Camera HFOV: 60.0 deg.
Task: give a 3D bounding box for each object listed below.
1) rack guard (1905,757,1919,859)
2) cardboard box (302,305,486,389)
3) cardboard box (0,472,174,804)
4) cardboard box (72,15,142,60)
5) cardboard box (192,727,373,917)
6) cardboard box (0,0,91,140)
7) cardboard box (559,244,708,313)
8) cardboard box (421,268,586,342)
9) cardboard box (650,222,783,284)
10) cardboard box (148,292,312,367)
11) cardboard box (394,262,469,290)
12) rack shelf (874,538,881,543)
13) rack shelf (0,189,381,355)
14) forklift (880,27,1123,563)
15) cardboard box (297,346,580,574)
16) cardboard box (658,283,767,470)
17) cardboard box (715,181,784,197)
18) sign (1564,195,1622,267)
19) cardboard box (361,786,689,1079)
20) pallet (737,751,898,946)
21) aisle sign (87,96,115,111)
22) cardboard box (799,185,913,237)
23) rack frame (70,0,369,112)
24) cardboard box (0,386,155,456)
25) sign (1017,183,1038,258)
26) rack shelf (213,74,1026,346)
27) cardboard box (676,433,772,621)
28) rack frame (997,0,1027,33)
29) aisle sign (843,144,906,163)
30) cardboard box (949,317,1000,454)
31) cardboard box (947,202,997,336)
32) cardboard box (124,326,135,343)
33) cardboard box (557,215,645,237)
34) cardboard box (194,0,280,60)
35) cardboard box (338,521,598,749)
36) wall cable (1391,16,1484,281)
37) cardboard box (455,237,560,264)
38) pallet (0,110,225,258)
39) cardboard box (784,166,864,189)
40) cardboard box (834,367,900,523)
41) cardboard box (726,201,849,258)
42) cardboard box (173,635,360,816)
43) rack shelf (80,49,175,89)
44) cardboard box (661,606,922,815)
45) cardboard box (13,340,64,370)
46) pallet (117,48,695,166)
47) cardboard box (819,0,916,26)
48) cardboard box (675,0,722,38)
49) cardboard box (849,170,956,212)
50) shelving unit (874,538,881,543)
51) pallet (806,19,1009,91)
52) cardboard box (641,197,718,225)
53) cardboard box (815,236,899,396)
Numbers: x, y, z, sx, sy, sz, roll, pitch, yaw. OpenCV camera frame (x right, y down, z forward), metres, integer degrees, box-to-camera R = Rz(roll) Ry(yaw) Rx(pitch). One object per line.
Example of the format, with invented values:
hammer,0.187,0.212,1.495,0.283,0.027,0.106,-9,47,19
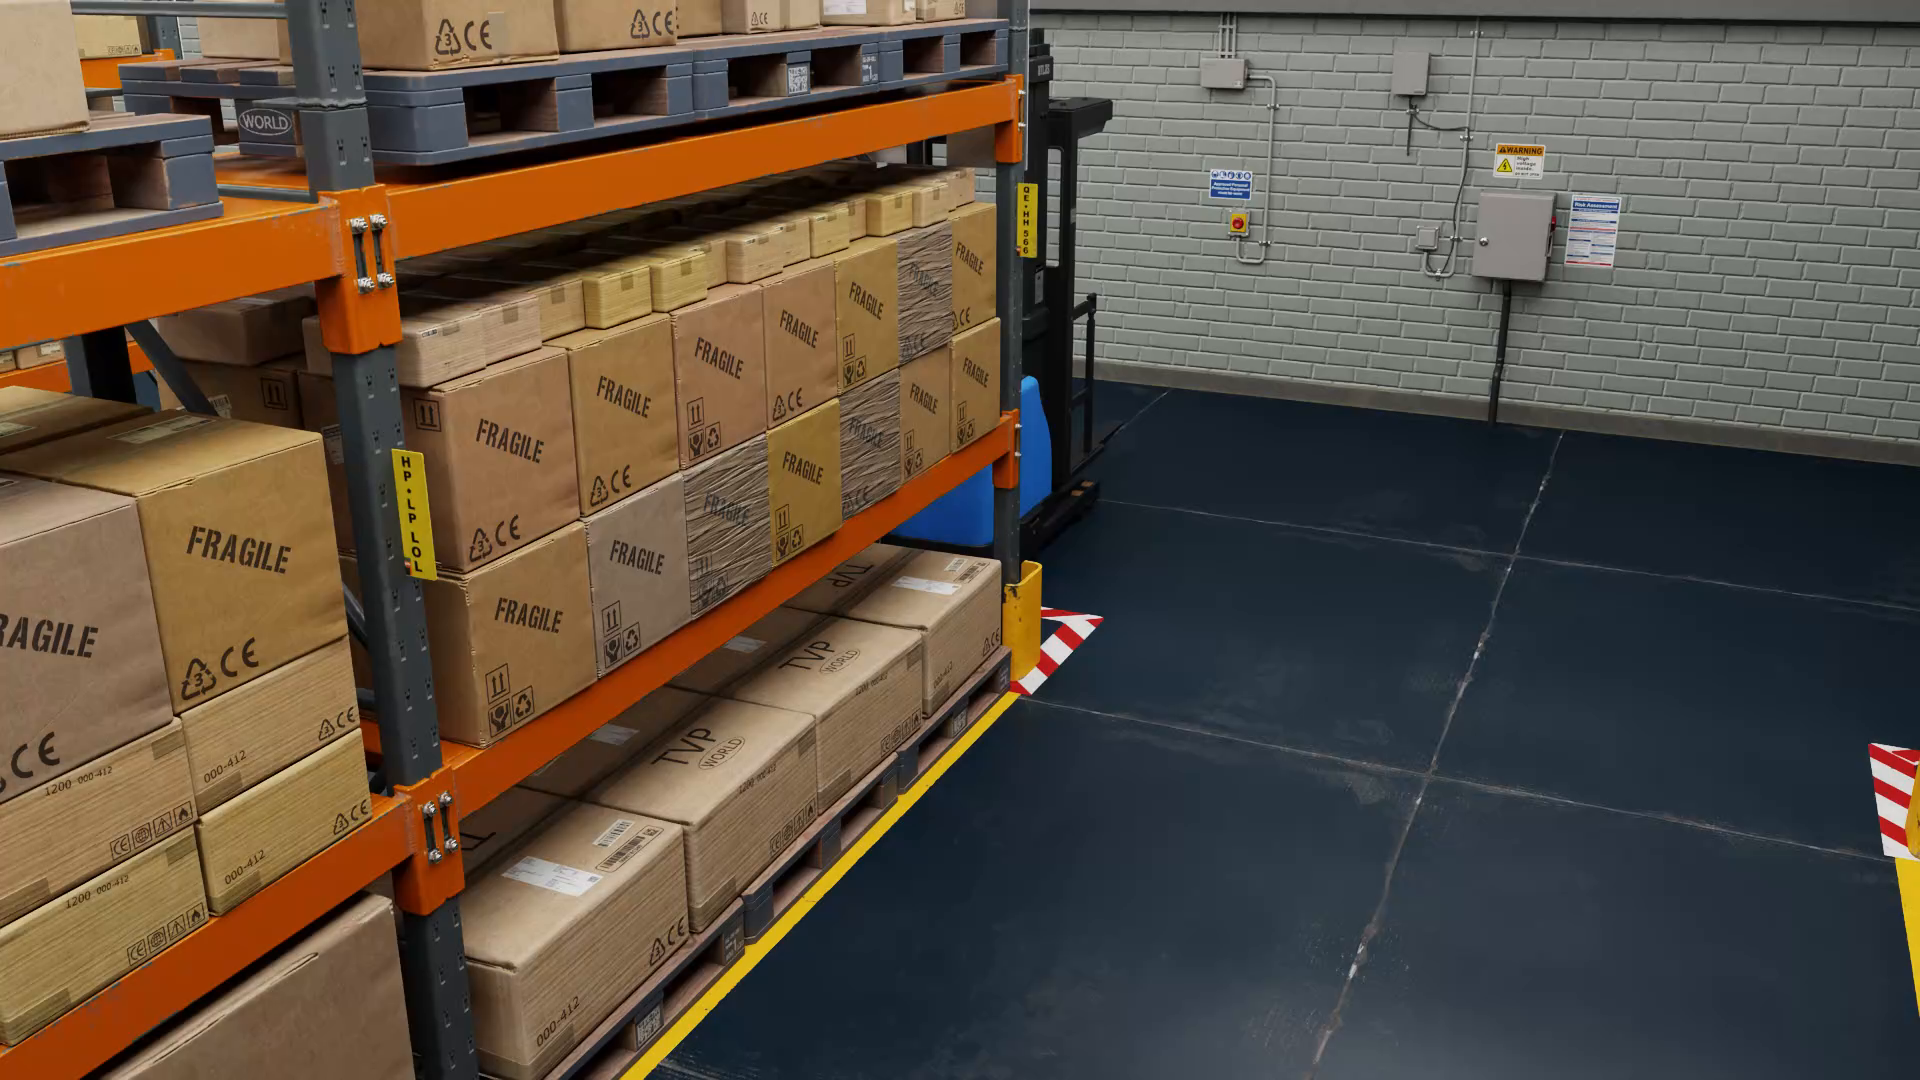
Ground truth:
rack guard,4.306,1.035,6.314,1.175,0.500,0.348,9,21,23
cardboard box,-1.465,-0.508,4.312,0.380,0.149,0.250,8,21,22
cardboard box,-1.990,0.188,3.321,0.500,0.500,0.500,9,21,24
cardboard box,-4.695,-2.662,8.724,0.500,0.250,0.500,8,21,22
cardboard box,-1.785,0.619,3.976,0.500,0.250,0.500,8,21,21
cardboard box,-2.000,-0.895,3.037,0.500,0.311,0.500,9,21,23
cardboard box,-1.016,-0.818,5.182,0.380,0.149,0.250,8,21,21
cardboard box,-1.308,-0.673,4.775,0.380,0.149,0.250,8,21,22
cardboard box,-0.824,-0.971,5.614,0.380,0.149,0.250,9,21,23
cardboard box,-1.995,-0.585,4.528,0.380,0.149,0.250,8,21,22
cardboard box,-1.677,-0.726,4.924,0.380,0.149,0.250,9,21,23
rack shelf,-0.718,0.002,8.959,0.431,0.518,0.480,7,21,20
rack shelf,-2.650,-0.087,2.333,1.077,0.370,4.000,9,21,23
forklift,0.243,-1.576,10.025,1.130,2.935,3.031,8,21,21
cardboard box,-1.415,-0.254,4.565,0.500,0.500,0.500,9,21,23
cardboard box,-0.982,-0.563,5.433,0.500,0.500,0.500,9,21,24
cardboard box,-0.936,-1.363,6.716,0.380,0.149,0.250,8,21,21
sign,4.487,-2.191,11.795,0.329,0.494,0.001,9,21,23
cardboard box,-1.476,1.209,5.291,0.875,0.438,0.875,8,21,22
pallet,-0.950,1.094,6.577,1.003,0.211,1.213,9,21,23
aisle sign,-4.994,-2.783,9.438,0.394,0.787,0.004,9,21,23
cardboard box,-0.409,-1.290,6.511,0.380,0.149,0.250,9,22,24
rack frame,-1.831,-2.450,3.429,1.000,3.000,0.127,9,21,23
cardboard box,-2.273,-0.047,3.982,0.500,0.500,0.500,9,21,23
sign,0.296,-1.425,7.417,0.100,0.325,0.005,9,21,23
rack shelf,-1.012,-1.309,5.771,1.077,0.370,4.000,9,21,23
cardboard box,-0.981,-0.083,5.575,0.500,0.500,0.500,9,21,23
rack frame,-0.193,-3.673,6.867,1.000,3.000,0.127,9,21,23
aisle sign,-0.428,-2.133,7.610,0.394,0.787,0.004,9,21,23
cardboard box,-0.149,-0.710,7.339,0.500,0.500,0.500,9,21,23
cardboard box,-0.173,-1.185,7.182,0.500,0.500,0.500,9,22,24
cardboard box,-4.762,-1.167,9.149,0.380,0.149,0.250,9,21,23
cardboard box,-1.327,-1.045,5.820,0.380,0.149,0.250,9,21,23
cardboard box,-1.861,-1.458,4.539,0.396,0.266,0.258,9,22,24
cardboard box,-1.400,0.222,4.719,0.500,0.500,0.500,9,22,24
wall cable,3.393,-2.861,12.021,0.588,1.984,0.122,9,21,23
cardboard box,-1.520,-0.887,5.377,0.380,0.149,0.250,8,21,22
pallet,-2.161,-0.660,3.156,0.805,0.209,1.217,8,21,21
cardboard box,-0.633,-1.510,7.128,0.380,0.149,0.250,9,22,24
cardboard box,-0.570,-0.400,6.467,0.500,0.500,0.500,9,22,24
cardboard box,-0.630,-1.135,6.075,0.380,0.149,0.250,9,22,24
cardboard box,-1.790,0.380,3.902,0.500,0.250,0.500,9,21,23
rack shelf,-5.569,-1.958,7.594,1.077,0.370,4.000,9,21,23
cardboard box,-0.739,0.659,6.835,0.875,0.438,0.875,9,22,24
cardboard box,-4.934,-1.007,8.699,0.380,0.149,0.250,9,22,24
pallet,-1.486,-1.244,4.645,1.003,0.211,1.213,9,21,23
cardboard box,-0.394,-2.097,6.512,0.380,0.149,0.250,7,21,19
cardboard box,-1.155,-1.956,5.591,0.500,0.500,0.500,9,21,24
cardboard box,-0.239,-1.452,6.966,0.380,0.149,0.250,9,21,24
shelving unit,-0.718,-0.670,8.720,0.431,2.100,0.503,7,21,20
pallet,-0.487,-1.990,6.743,1.003,0.211,1.213,9,21,23
cardboard box,-1.136,-1.205,6.271,0.380,0.149,0.250,9,21,23
cardboard box,-0.566,-0.870,6.297,0.500,0.500,0.500,8,21,22
